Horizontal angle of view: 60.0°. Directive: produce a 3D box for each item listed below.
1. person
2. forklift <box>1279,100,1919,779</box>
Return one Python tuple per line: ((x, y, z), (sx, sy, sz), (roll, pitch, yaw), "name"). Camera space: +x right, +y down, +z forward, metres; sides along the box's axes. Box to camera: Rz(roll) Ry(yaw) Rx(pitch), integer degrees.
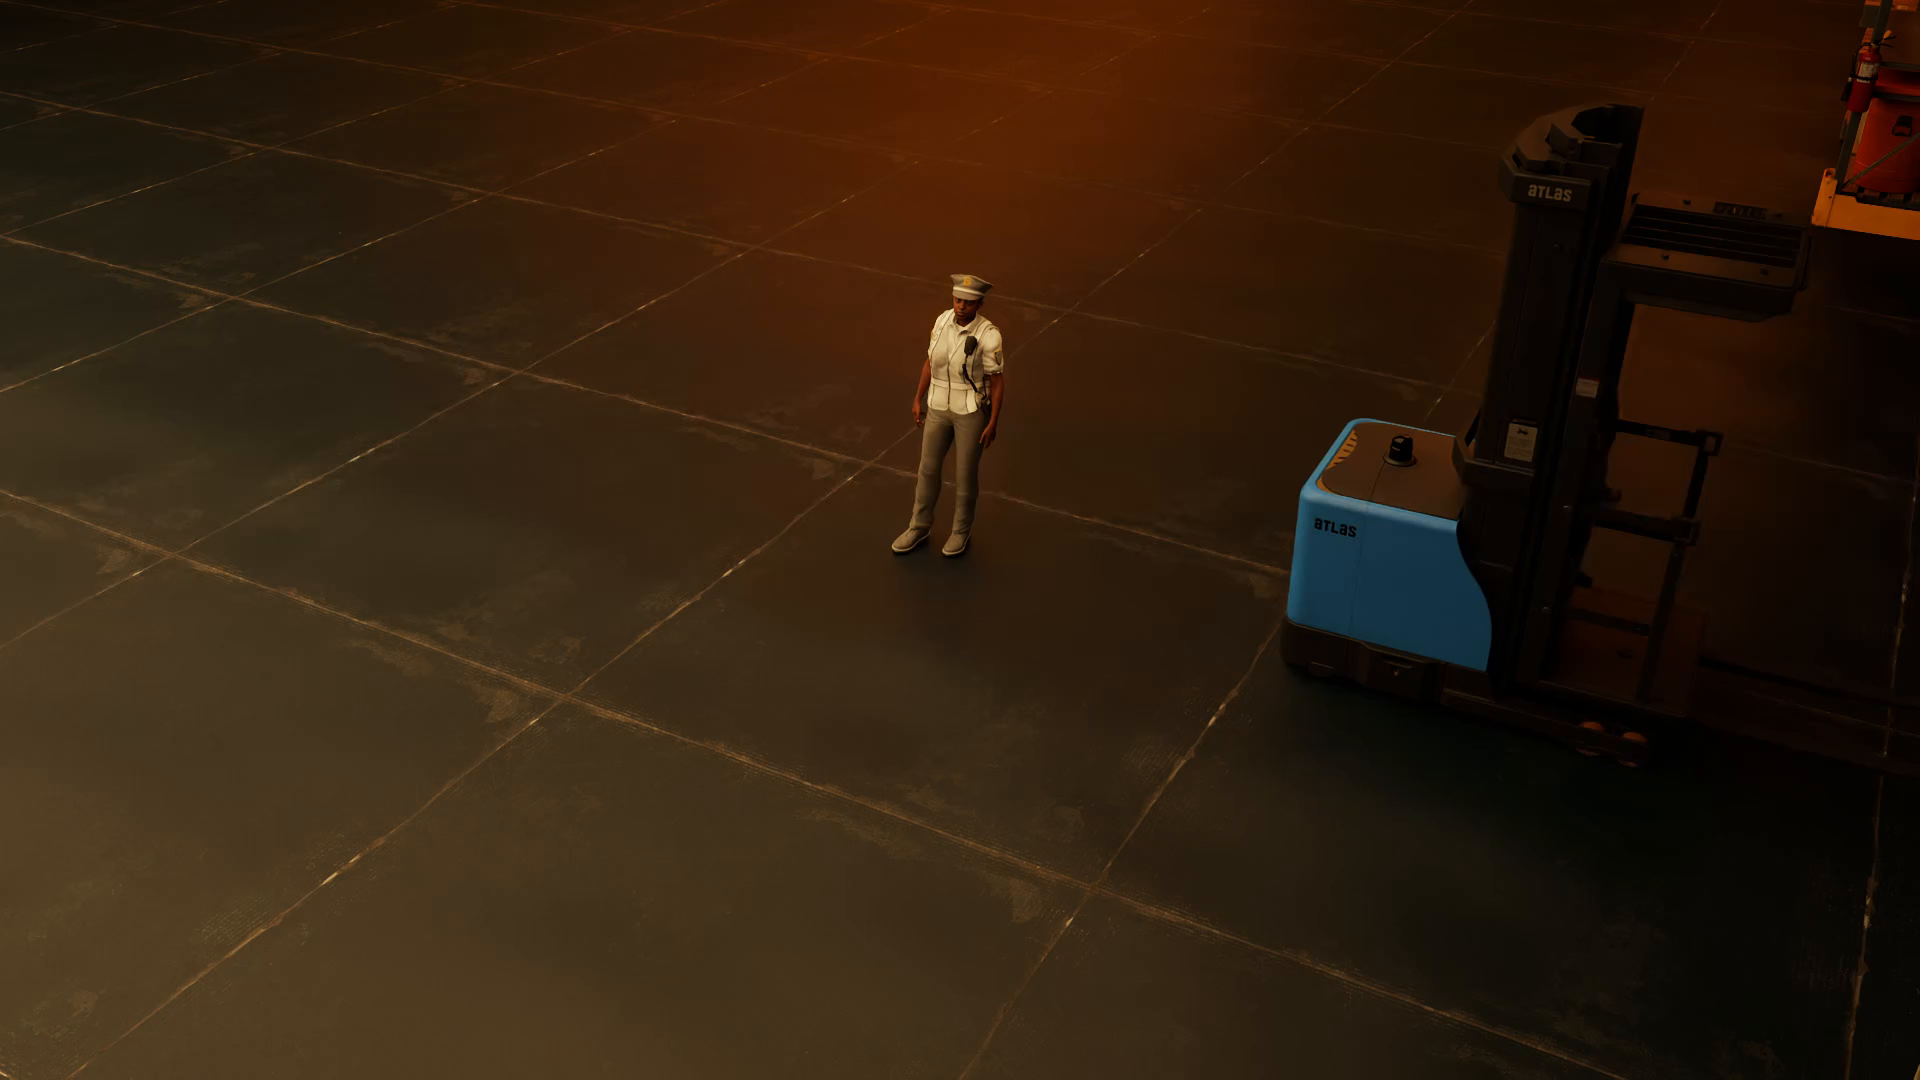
((-0.053, -0.711, 9.527), (0.570, 1.694, 0.528), (15, 33, 25), "person")
((3.244, -0.470, 7.885), (3.031, 2.935, 1.130), (14, 33, 23), "forklift")
